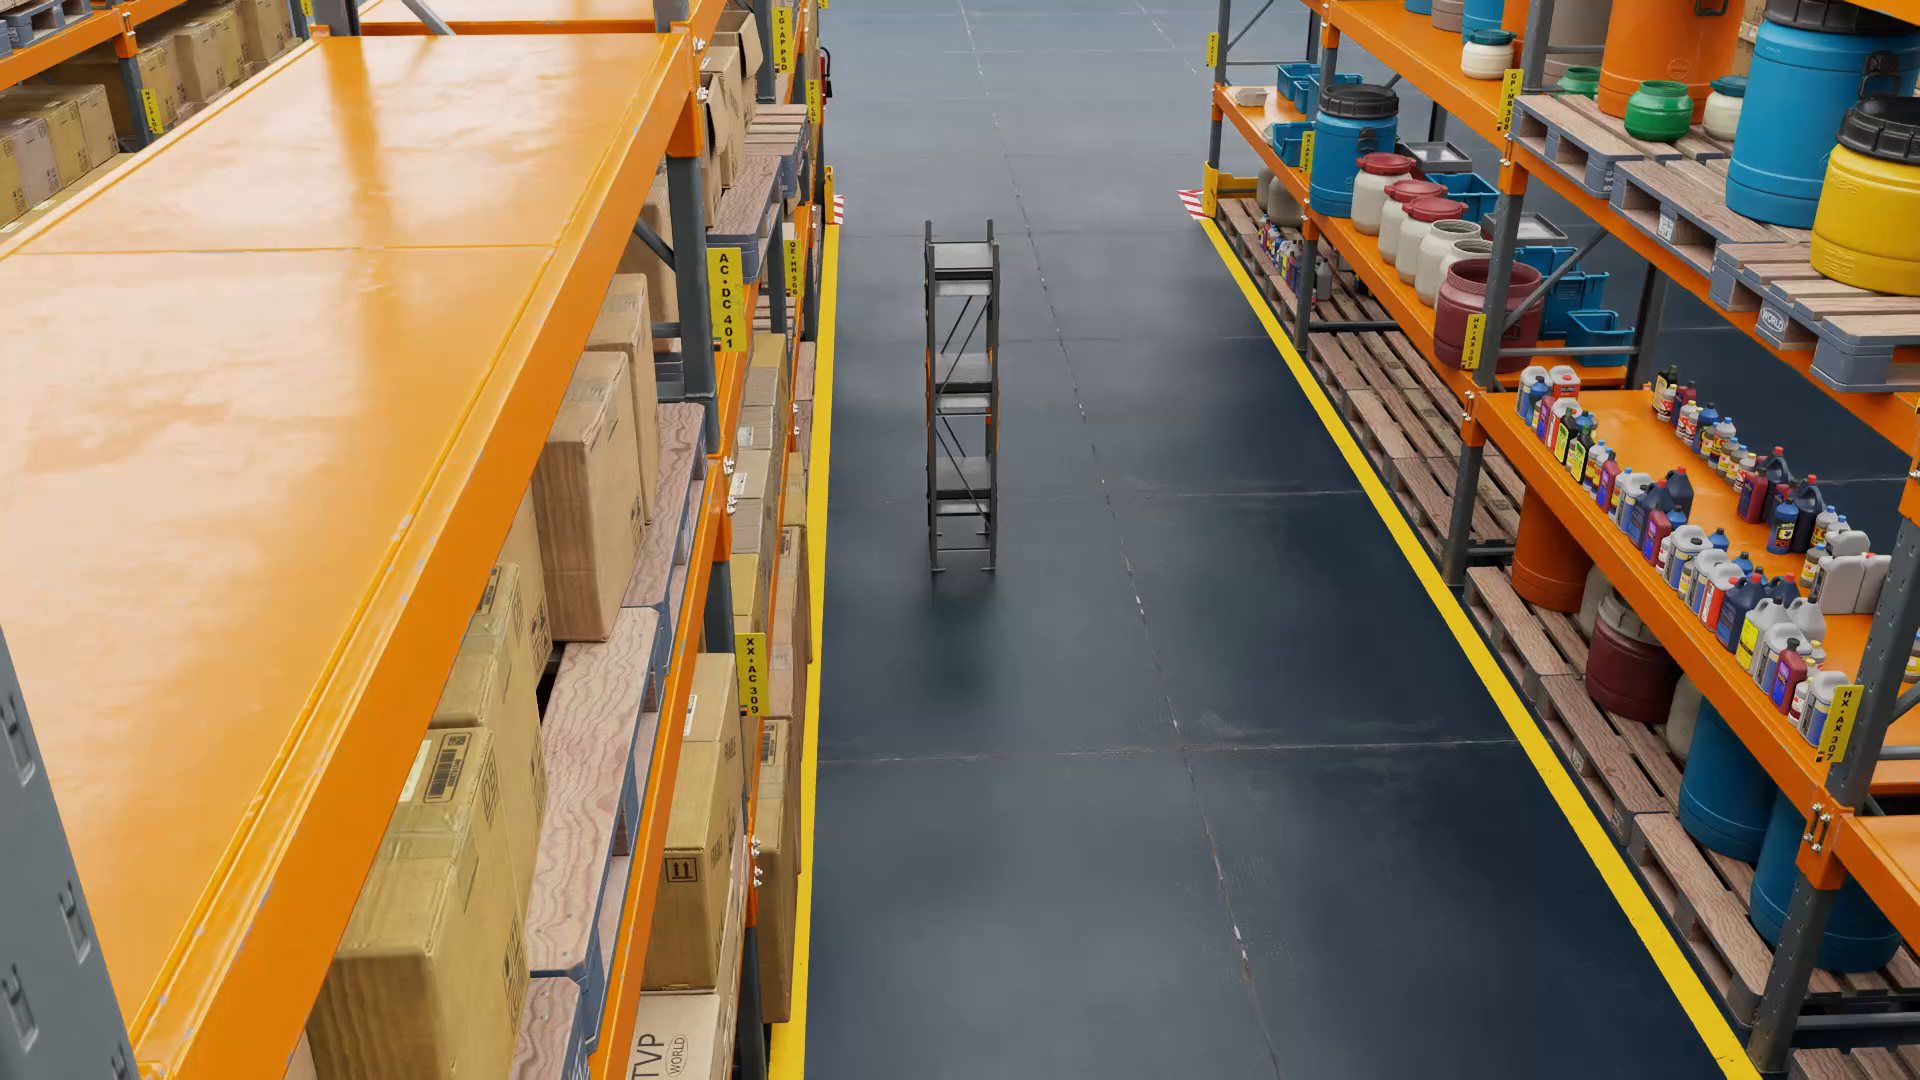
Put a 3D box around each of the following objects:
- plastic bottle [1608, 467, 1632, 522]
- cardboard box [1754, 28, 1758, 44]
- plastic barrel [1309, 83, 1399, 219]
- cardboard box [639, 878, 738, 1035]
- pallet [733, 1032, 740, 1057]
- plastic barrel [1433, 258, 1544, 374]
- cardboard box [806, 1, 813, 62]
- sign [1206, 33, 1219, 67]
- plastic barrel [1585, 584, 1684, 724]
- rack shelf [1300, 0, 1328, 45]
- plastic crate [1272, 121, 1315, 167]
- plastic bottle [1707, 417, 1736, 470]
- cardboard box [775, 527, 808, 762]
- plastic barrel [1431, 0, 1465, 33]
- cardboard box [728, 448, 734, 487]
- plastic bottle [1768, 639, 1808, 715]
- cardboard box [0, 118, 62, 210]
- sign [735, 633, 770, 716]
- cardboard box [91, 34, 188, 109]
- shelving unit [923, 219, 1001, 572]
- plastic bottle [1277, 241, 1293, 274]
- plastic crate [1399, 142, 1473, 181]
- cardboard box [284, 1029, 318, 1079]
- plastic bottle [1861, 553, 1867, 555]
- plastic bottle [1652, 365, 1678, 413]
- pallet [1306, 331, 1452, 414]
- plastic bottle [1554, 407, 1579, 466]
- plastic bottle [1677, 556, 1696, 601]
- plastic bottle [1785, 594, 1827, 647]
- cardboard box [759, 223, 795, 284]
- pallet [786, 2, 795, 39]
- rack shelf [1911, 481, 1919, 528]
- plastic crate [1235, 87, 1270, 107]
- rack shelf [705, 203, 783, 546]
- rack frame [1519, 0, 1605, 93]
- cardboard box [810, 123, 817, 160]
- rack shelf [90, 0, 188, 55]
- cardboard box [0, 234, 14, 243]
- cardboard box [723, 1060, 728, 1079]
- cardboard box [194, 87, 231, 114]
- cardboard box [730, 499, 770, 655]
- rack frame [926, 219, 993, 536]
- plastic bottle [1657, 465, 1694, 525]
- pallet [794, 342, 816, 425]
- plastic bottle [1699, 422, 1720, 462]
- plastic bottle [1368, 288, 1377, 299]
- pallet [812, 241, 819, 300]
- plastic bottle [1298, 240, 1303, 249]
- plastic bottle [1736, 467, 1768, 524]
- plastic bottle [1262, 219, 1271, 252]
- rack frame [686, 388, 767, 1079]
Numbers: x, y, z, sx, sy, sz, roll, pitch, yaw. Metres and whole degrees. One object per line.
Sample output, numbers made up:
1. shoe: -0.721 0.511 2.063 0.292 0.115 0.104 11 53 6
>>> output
1. plastic bottle: 3.222 -0.226 8.078 0.097 0.271 0.097 0 28 0
2. cardboard box: 7.846 -4.799 15.897 0.380 0.149 0.250 -1 28 -2
3. plastic barrel: 2.992 -2.962 12.643 0.600 0.901 0.708 -1 28 -3
4. cardboard box: -0.939 1.260 4.931 0.500 0.250 0.500 -1 28 -1
5. pallet: -1.370 1.771 7.126 1.003 0.211 1.213 -1 28 -3
6. plastic barrel: 3.156 -1.345 9.938 0.600 0.536 0.708 -1 28 -3
7. cardboard box: -1.532 -4.331 14.300 0.500 0.500 0.500 -1 28 -3
8. sign: 2.516 -4.884 16.571 0.100 0.325 0.005 -1 28 -3
9. plastic barrel: 3.585 0.552 8.601 0.600 0.588 0.708 -1 28 -3
10. rack shelf: 3.170 -4.860 14.358 1.077 0.370 4.000 -1 28 -3
11. plastic crate: 2.945 -3.364 14.116 0.499 0.251 0.616 -1 28 -3
12. plastic bottle: 3.951 -0.504 8.612 0.097 0.271 0.097 0 28 0
13. cardboard box: -1.409 0.529 8.336 1.225 0.875 0.875 -1 28 -2
14. plastic barrel: 3.552 -3.946 11.286 0.600 0.901 0.600 0 28 0
15. cardboard box: -1.320 -0.212 6.720 0.797 0.503 0.637 -1 28 -2
16. plastic bottle: 3.291 0.541 6.595 0.061 0.283 0.133 -1 28 -3
17. cardboard box: -6.544 -2.520 11.149 0.700 0.500 0.500 -1 28 -2
18. sign: -0.700 0.456 5.610 0.100 0.325 0.005 -1 28 -3
19. cardboard box: -6.760 -3.700 13.271 0.875 0.550 0.550 -1 28 -3
20. shelving unit: 0.009 -0.855 10.118 0.431 2.100 0.503 -1 28 -3
21. plastic bottle: 2.922 -2.516 14.800 0.152 0.276 0.135 -1 28 -2
22. plastic crate: 3.605 -2.737 12.685 0.402 0.464 0.583 -1 28 -3
23. cardboard box: -1.126 0.893 1.881 0.700 0.500 0.500 -3 28 -6
24. plastic bottle: 4.021 0.153 7.428 0.097 0.201 0.097 0 28 0
25. plastic bottle: 3.930 -0.850 9.261 0.061 0.283 0.133 -1 28 -3
26. pallet: 3.354 -1.327 13.066 1.003 0.211 1.213 -1 28 -3
27. plastic bottle: 3.169 -0.542 8.671 0.061 0.283 0.133 -1 28 -3
28. plastic bottle: 3.263 0.167 7.402 0.097 0.201 0.097 0 28 0
29. plastic bottle: 3.461 0.371 6.848 0.144 0.351 0.185 -1 28 -3
30. cardboard box: -1.321 -1.857 10.776 0.500 0.250 0.500 -2 28 -4
31. pallet: -1.689 -3.286 10.765 1.213 0.211 1.003 -1 28 -3
32. rack shelf: 3.797 0.682 3.733 1.077 0.370 4.000 -1 28 -3
33. plastic crate: 2.791 -4.234 15.910 0.298 0.136 0.250 -1 28 -3
34. rack shelf: -1.359 -1.046 7.045 1.077 0.370 4.000 -1 28 -3
35. rack frame: 3.483 -3.738 8.186 1.000 3.000 0.127 -1 28 -3
36. cardboard box: -1.624 -3.423 13.639 0.875 0.500 0.500 -1 28 -3
37. rack shelf: -6.735 -4.667 13.989 1.077 0.370 4.000 -1 28 -3
38. cardboard box: -6.231 -1.611 10.487 0.500 0.500 0.500 -1 28 -3
39. cardboard box: -0.857 1.609 4.694 0.380 0.149 0.250 -1 28 -2
40. cardboard box: -6.623 -3.475 14.006 0.875 0.550 0.550 -1 28 -3
41. cardboard box: -1.081 0.163 7.086 0.500 0.500 0.500 -2 28 -4
42. rack frame: -0.004 -0.967 10.334 0.400 2.100 0.015 -1 28 -3
43. plastic bottle: 3.405 -0.200 7.943 0.144 0.351 0.185 -1 28 -3
44. pallet: -1.630 -1.210 12.841 1.003 0.211 1.213 -1 28 -3
45. plastic bottle: 3.946 -0.518 8.714 0.097 0.201 0.097 0 28 0
46. plastic bottle: 3.545 -2.219 14.223 0.061 0.283 0.133 -1 28 -3
47. pallet: -1.809 -2.443 15.206 1.003 0.211 1.213 -1 28 -3
48. plastic bottle: 3.028 -2.522 14.803 0.061 0.283 0.133 -1 28 -3
49. plastic bottle: 3.856 -0.233 8.079 0.061 0.283 0.133 -1 28 -3
50. plastic bottle: 2.843 -2.813 15.362 0.061 0.283 0.133 -1 28 -2
51. rack frame: -1.254 0.889 5.802 1.000 3.000 0.127 -1 28 -3
